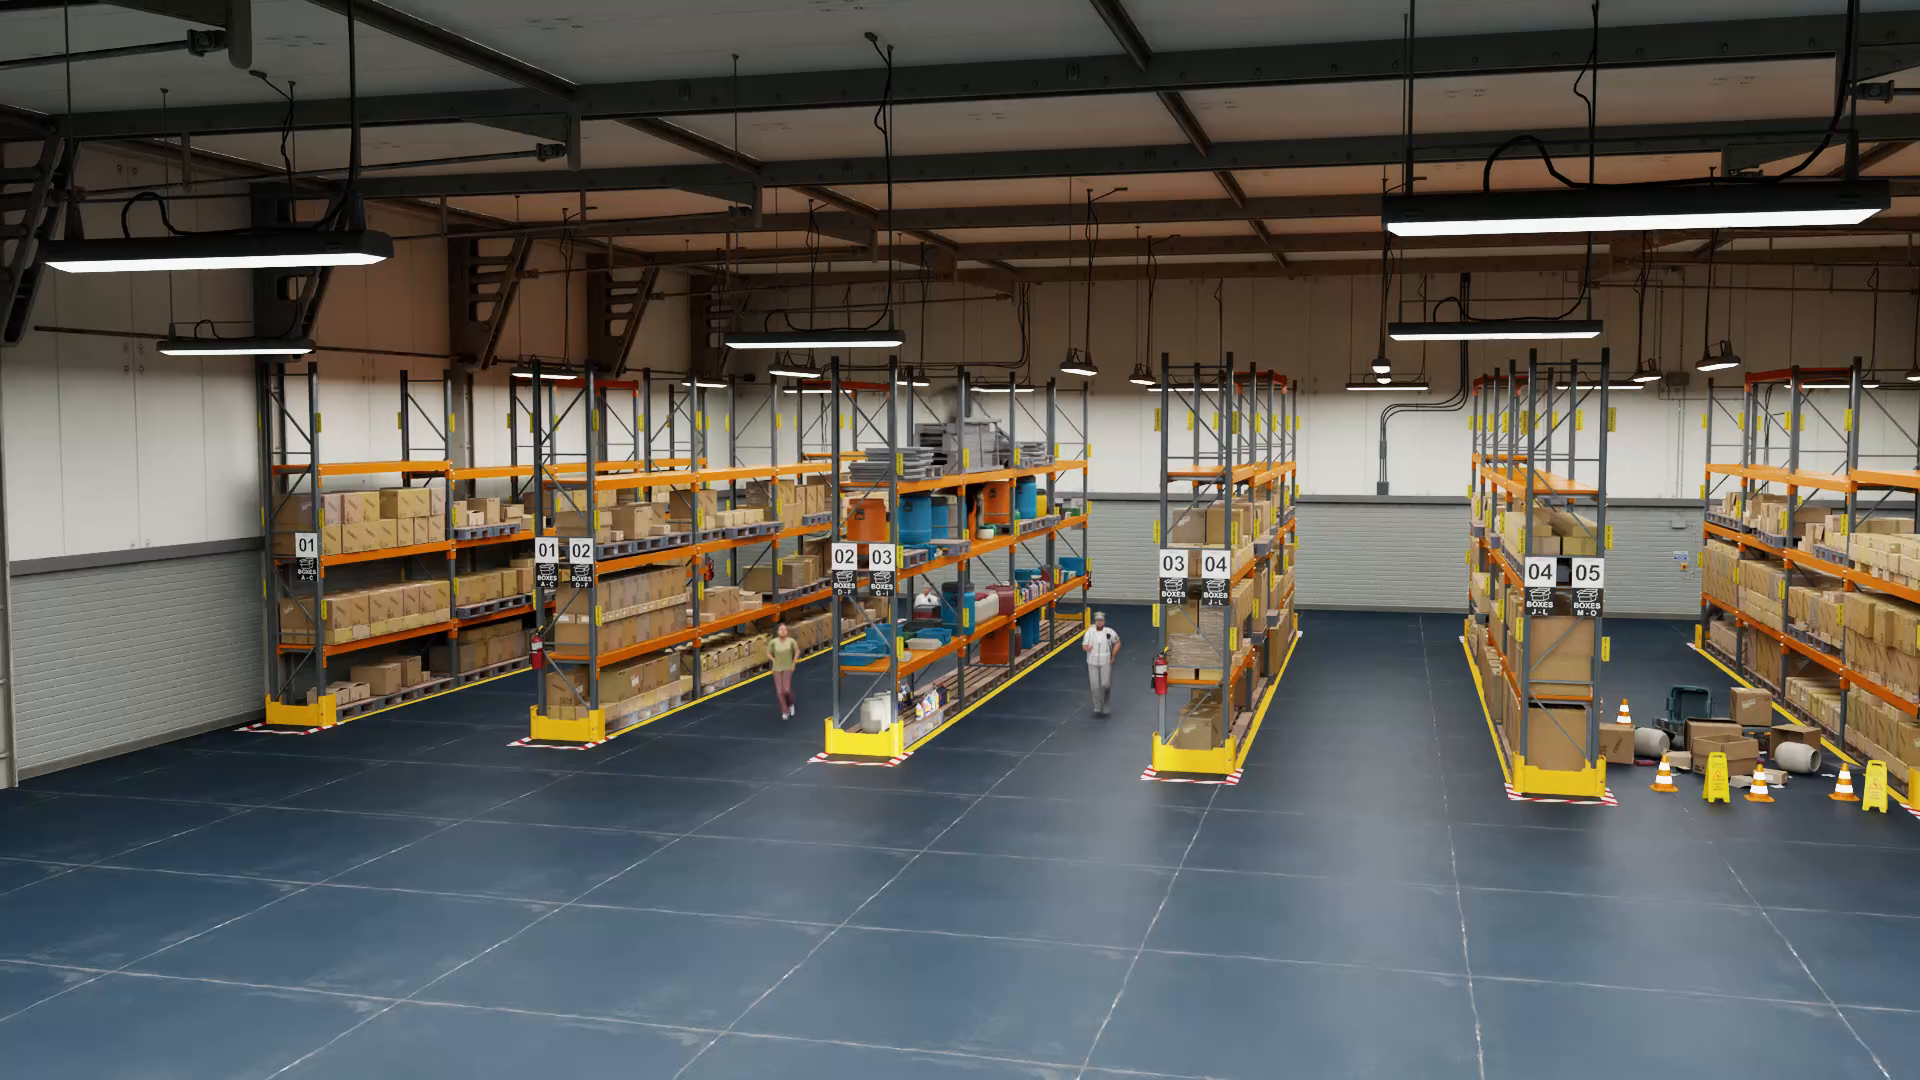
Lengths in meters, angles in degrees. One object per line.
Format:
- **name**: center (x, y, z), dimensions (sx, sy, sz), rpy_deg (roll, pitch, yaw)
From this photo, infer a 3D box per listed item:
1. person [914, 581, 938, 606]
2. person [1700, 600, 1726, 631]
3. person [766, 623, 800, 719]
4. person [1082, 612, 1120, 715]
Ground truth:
- **person**: center (-0.738, 1.709, 34.939), dimensions (0.585, 1.694, 0.649), rpy_deg (1, 4, 11)
- **person**: center (17.234, 1.489, 37.926), dimensions (0.718, 1.764, 0.735), rpy_deg (2, 5, 31)
- **person**: center (-2.995, 2.210, 28.017), dimensions (0.562, 1.636, 0.539), rpy_deg (0, 4, -2)
- **person**: center (2.400, 2.127, 28.491), dimensions (0.645, 1.797, 0.661), rpy_deg (1, 4, 11)
